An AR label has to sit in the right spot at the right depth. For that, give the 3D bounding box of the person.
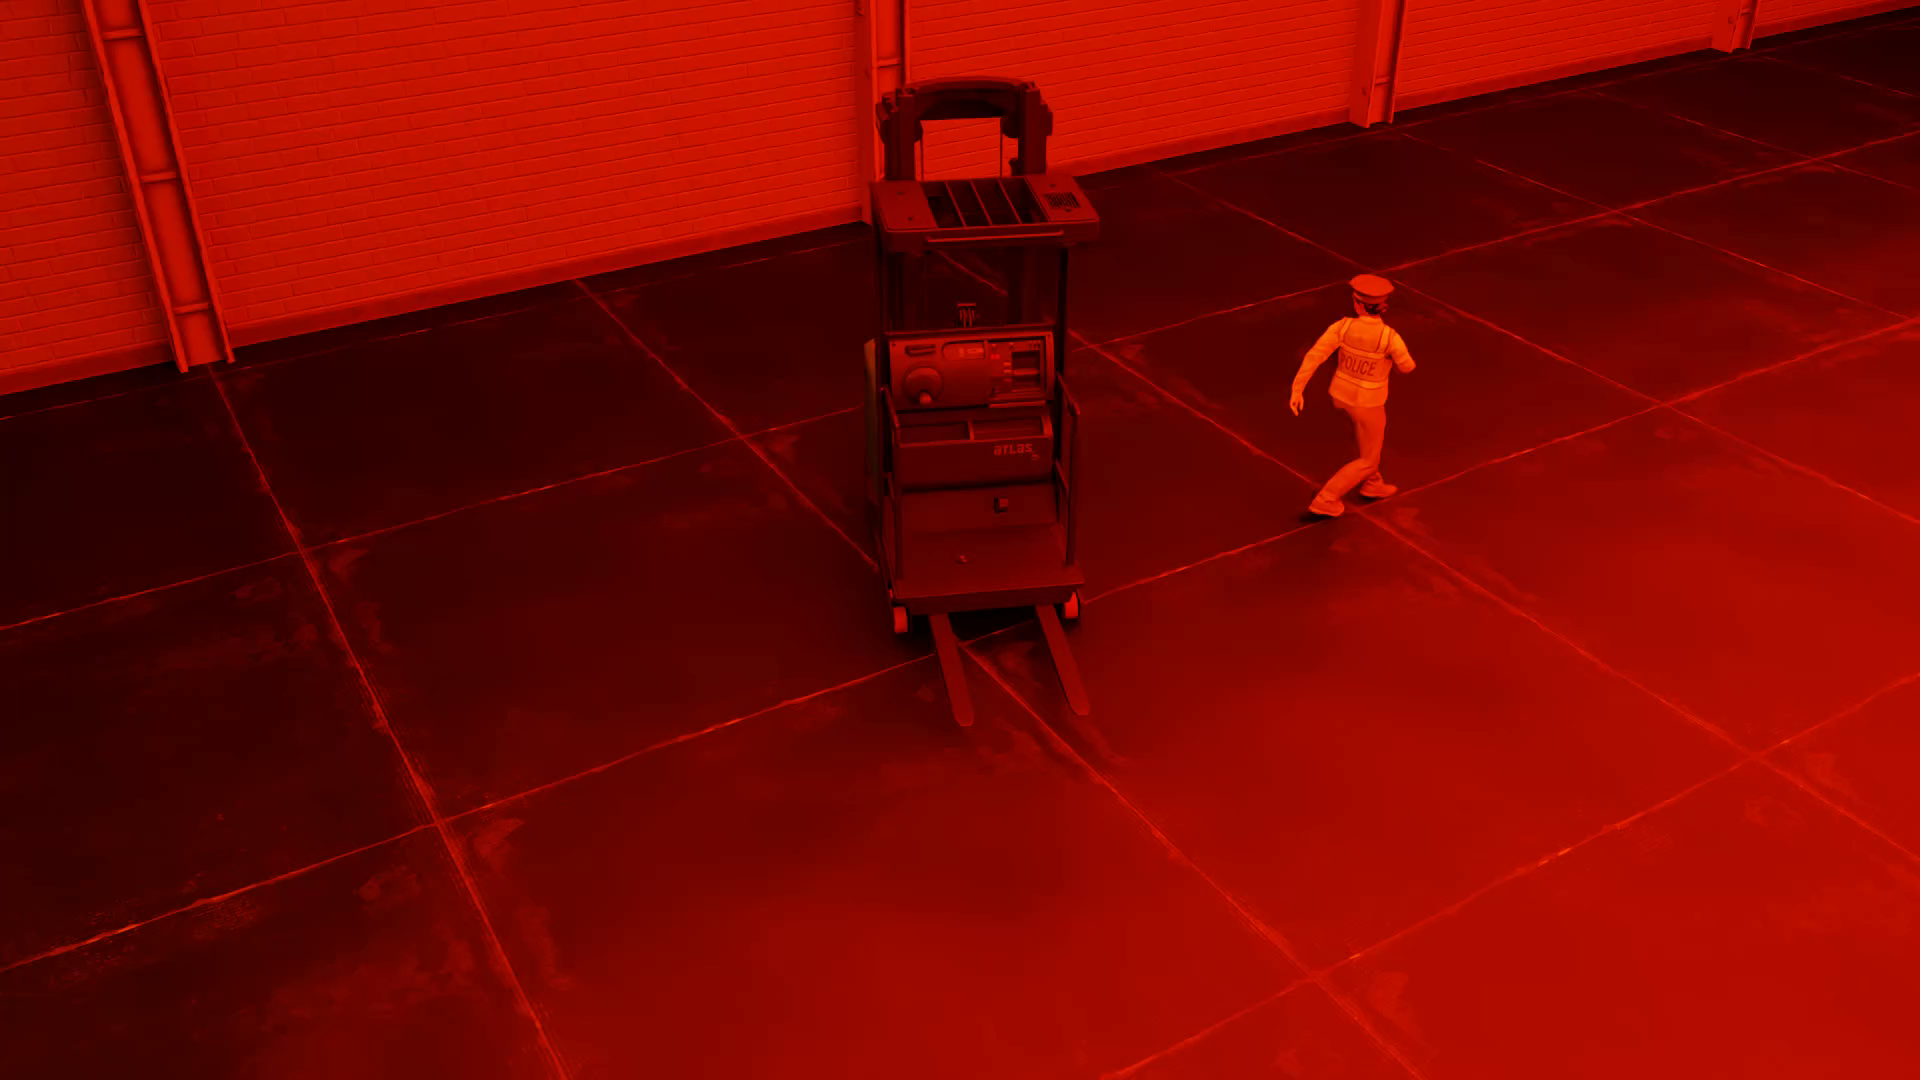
[{"bbox_3d":[2.520,-0.904,10.509,0.845,1.588,0.517,-21,37,-31],"label":"person"}]

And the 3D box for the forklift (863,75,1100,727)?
[{"bbox_3d":[0.104,-0.910,9.166,1.130,2.935,3.031,-5,31,-7],"label":"forklift"}]
